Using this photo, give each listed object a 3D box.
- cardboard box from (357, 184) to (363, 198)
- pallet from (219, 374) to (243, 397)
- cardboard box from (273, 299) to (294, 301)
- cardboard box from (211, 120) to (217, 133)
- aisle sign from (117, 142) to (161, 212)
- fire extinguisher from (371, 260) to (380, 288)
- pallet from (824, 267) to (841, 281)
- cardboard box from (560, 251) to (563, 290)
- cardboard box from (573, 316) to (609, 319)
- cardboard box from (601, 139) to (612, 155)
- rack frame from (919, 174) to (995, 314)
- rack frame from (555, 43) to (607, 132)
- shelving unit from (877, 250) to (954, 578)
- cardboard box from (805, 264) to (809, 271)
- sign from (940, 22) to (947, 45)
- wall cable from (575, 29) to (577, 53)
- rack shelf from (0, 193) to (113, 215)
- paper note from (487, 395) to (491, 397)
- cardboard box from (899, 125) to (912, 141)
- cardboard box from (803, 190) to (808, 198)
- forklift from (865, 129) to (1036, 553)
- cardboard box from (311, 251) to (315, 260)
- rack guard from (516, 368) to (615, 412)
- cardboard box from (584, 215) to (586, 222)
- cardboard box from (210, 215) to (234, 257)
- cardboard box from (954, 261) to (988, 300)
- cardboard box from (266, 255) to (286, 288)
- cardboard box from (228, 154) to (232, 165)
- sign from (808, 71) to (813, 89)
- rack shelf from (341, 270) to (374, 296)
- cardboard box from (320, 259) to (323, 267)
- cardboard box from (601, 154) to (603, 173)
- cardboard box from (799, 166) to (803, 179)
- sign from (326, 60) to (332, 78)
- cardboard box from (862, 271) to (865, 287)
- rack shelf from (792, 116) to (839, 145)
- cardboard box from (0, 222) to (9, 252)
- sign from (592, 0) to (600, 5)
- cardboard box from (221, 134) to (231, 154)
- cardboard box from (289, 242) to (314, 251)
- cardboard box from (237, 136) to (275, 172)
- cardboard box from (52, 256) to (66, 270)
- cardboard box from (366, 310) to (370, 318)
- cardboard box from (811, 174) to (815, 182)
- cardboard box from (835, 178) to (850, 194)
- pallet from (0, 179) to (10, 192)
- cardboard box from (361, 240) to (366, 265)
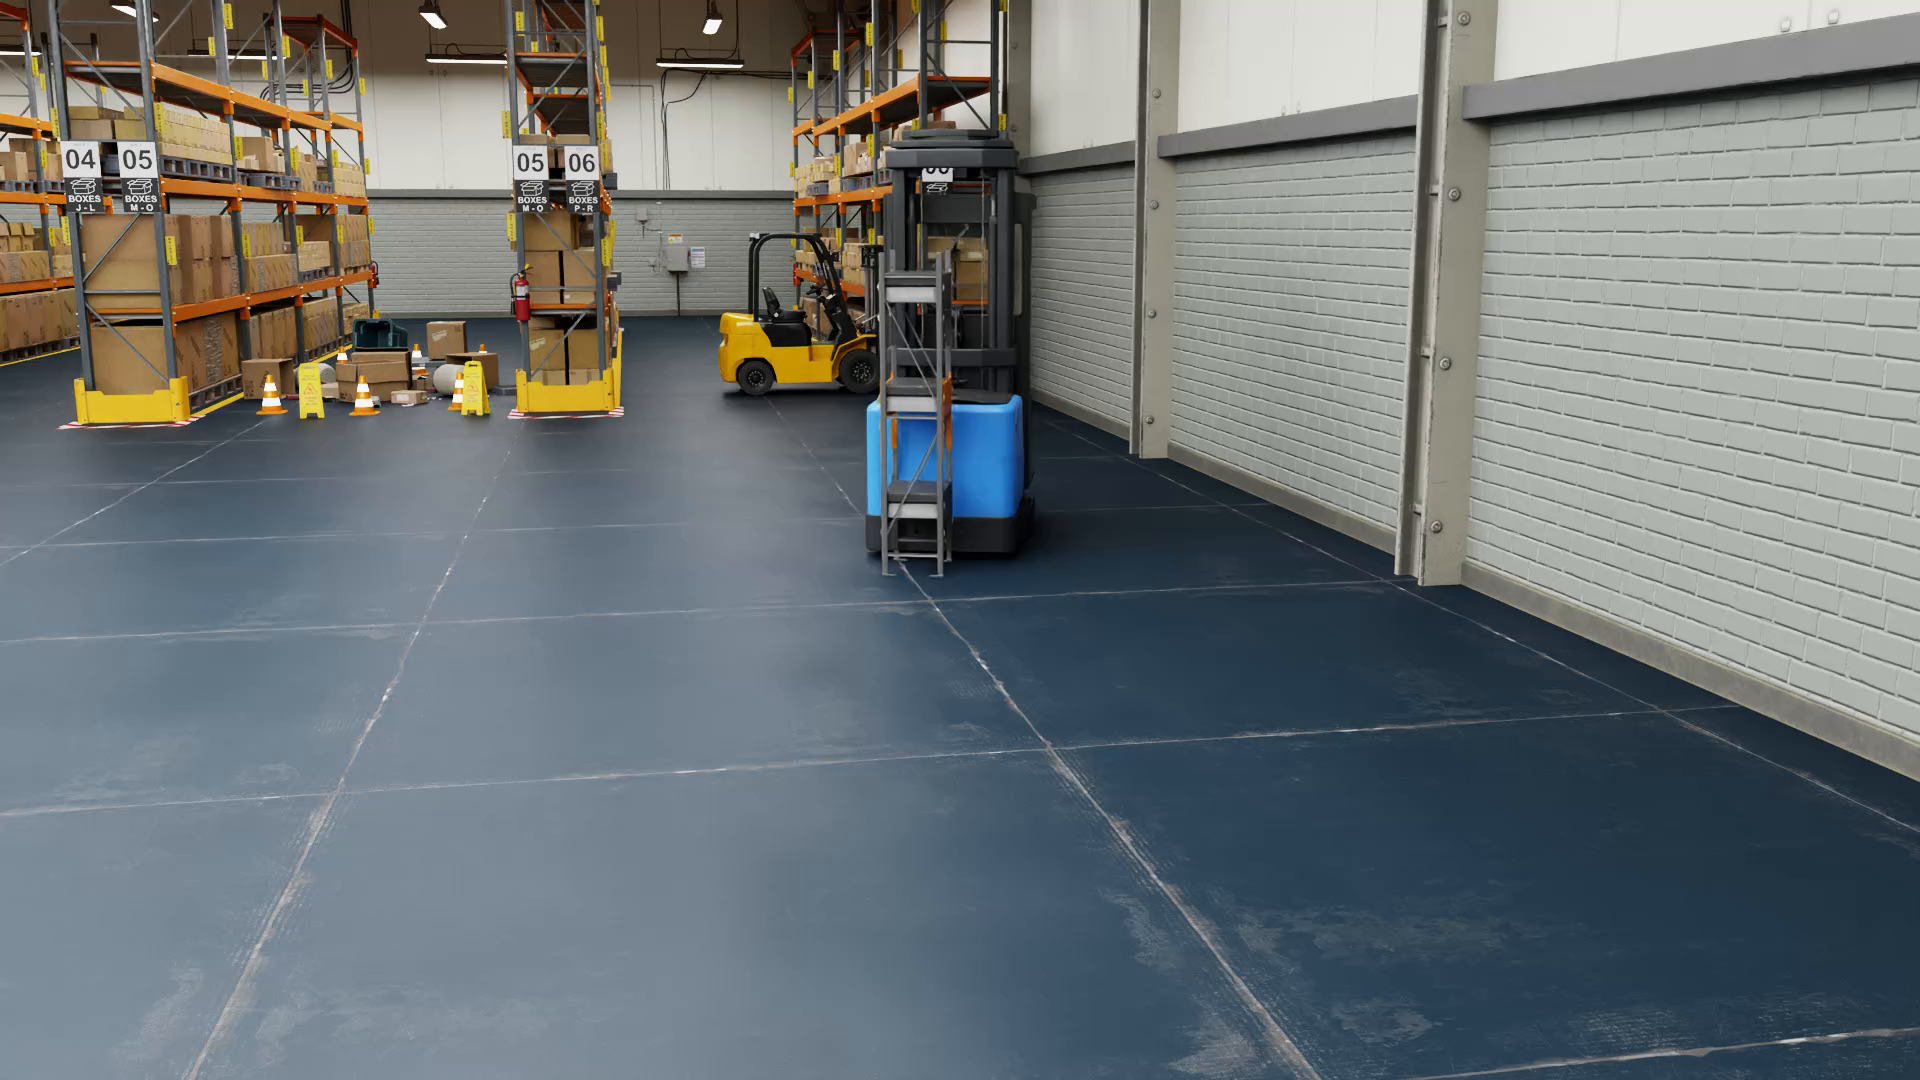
[{"bbox_3d":[-12.376,-7.049,33.590,0.500,0.250,0.500,-2,11,-11],"label":"cardboard box"},{"bbox_3d":[-10.425,-2.104,22.684,1.003,0.211,1.213,-2,11,-11],"label":"pallet"},{"bbox_3d":[-11.967,-4.093,29.237,0.500,0.250,0.500,-2,11,-9],"label":"cardboard box"},{"bbox_3d":[-9.967,-5.419,21.773,0.380,0.149,0.250,-2,11,-10],"label":"cardboard box"},{"bbox_3d":[-9.410,-4.157,19.062,0.394,0.787,0.004,-2,11,-11],"label":"aisle sign"},{"bbox_3d":[-12.427,-5.658,35.107,0.296,0.674,0.183,-2,11,-11],"label":"fire extinguisher"},{"bbox_3d":[-1.771,-4.757,29.678,1.213,0.211,1.003,-2,11,-11],"label":"pallet"},{"bbox_3d":[-5.351,-3.457,21.276,0.500,0.500,0.500,-2,11,-11],"label":"cardboard box"},{"bbox_3d":[-5.282,-2.939,23.843,0.500,0.500,0.500,-2,11,-12],"label":"cardboard box"},{"bbox_3d":[-5.488,-5.879,24.980,0.500,0.250,0.500,-2,11,-12],"label":"cardboard box"},{"bbox_3d":[-0.014,-3.262,21.312,1.000,3.000,0.127,-2,11,-11],"label":"rack frame"},{"bbox_3d":[-7.994,-8.962,35.216,1.000,3.000,0.127,-2,11,-11],"label":"rack frame"},{"bbox_3d":[-0.286,-0.836,10.950,0.431,2.100,0.503,1,12,6],"label":"shelving unit"},{"bbox_3d":[-3.058,-5.717,34.883,0.380,0.149,0.250,-2,11,-10],"label":"cardboard box"},{"bbox_3d":[-0.243,-7.495,24.585,0.100,0.325,0.005,-2,11,-11],"label":"sign"},{"bbox_3d":[-10.404,-13.198,39.824,2.355,3.000,0.029,-2,11,-11],"label":"wall cable"},{"bbox_3d":[-17.326,-6.408,31.744,1.077,0.370,4.000,-2,11,-11],"label":"rack shelf"},{"bbox_3d":[-6.367,-1.931,22.261,0.142,0.019,0.148,-6,13,-31],"label":"paper note"},{"bbox_3d":[-0.441,-5.304,22.359,0.700,0.500,0.500,-2,11,-11],"label":"cardboard box"},{"bbox_3d":[-3.036,-7.149,34.386,0.380,0.149,0.250,-2,11,-10],"label":"cardboard box"},{"bbox_3d":[0.005,-1.573,12.623,1.130,2.935,3.031,1,11,5],"label":"forklift"},{"bbox_3d":[-11.480,-4.960,28.986,0.380,0.149,0.250,-2,11,-9],"label":"cardboard box"},{"bbox_3d":[-4.897,-1.867,20.667,1.175,0.500,0.348,-2,11,-11],"label":"rack guard"},{"bbox_3d":[-7.180,-6.300,32.595,0.380,0.149,0.250,-2,11,-12],"label":"cardboard box"},{"bbox_3d":[-10.237,-4.054,22.186,0.875,0.550,0.550,-2,11,-11],"label":"cardboard box"},{"bbox_3d":[0.162,-3.412,21.833,0.500,0.500,0.500,-2,11,-9],"label":"cardboard box"},{"bbox_3d":[-10.730,-4.142,25.671,0.500,0.500,0.500,-2,11,-12],"label":"cardboard box"},{"bbox_3d":[-10.112,-5.166,22.575,0.380,0.149,0.250,-2,11,-11],"label":"cardboard box"},{"bbox_3d":[-2.884,-8.891,32.133,0.100,0.325,0.005,-2,11,-11],"label":"sign"},{"bbox_3d":[-12.441,-5.096,32.874,1.077,0.370,4.000,-2,11,-11],"label":"rack shelf"},{"bbox_3d":[-11.635,-4.961,29.787,0.380,0.149,0.250,-3,11,-14],"label":"cardboard box"},{"bbox_3d":[-5.013,-5.010,22.078,0.500,0.250,0.500,-2,11,-10],"label":"cardboard box"},{"bbox_3d":[-3.095,-7.712,34.938,0.500,0.250,0.500,-2,11,-12],"label":"cardboard box"},{"bbox_3d":[-11.509,-8.588,30.328,0.100,0.325,0.005,-2,11,-11],"label":"sign"},{"bbox_3d":[-1.250,-4.097,26.099,0.500,0.250,0.500,-2,11,-11],"label":"cardboard box"},{"bbox_3d":[-2.737,-8.422,34.309,1.077,0.370,4.000,-2,11,-11],"label":"rack shelf"},{"bbox_3d":[-16.546,-5.107,28.053,0.797,0.503,0.637,-2,11,-9],"label":"cardboard box"},{"bbox_3d":[-4.350,-6.545,19.808,0.100,0.325,0.005,-2,11,-11],"label":"sign"},{"bbox_3d":[-10.149,-5.336,22.403,0.500,0.250,0.500,-2,11,-12],"label":"cardboard box"},{"bbox_3d":[-11.476,-5.103,28.944,0.380,0.149,0.250,-2,11,-12],"label":"cardboard box"},{"bbox_3d":[-10.661,-5.819,25.065,0.500,0.500,0.500,-2,11,-11],"label":"cardboard box"},{"bbox_3d":[-16.772,-5.089,30.519,0.500,0.250,0.500,-2,11,-12],"label":"cardboard box"},{"bbox_3d":[-12.448,-4.682,34.480,0.380,0.149,0.250,-2,11,-13],"label":"cardboard box"},{"bbox_3d":[-2.664,-6.950,31.949,0.380,0.149,0.250,-2,11,-10],"label":"cardboard box"},{"bbox_3d":[-1.908,-6.214,29.202,0.500,0.250,0.500,-2,11,-13],"label":"cardboard box"},{"bbox_3d":[-16.557,-5.889,27.600,1.003,0.211,1.213,-2,11,-8],"label":"pallet"},{"bbox_3d":[-12.395,-5.844,33.816,0.500,0.500,0.500,-2,11,-12],"label":"cardboard box"}]
